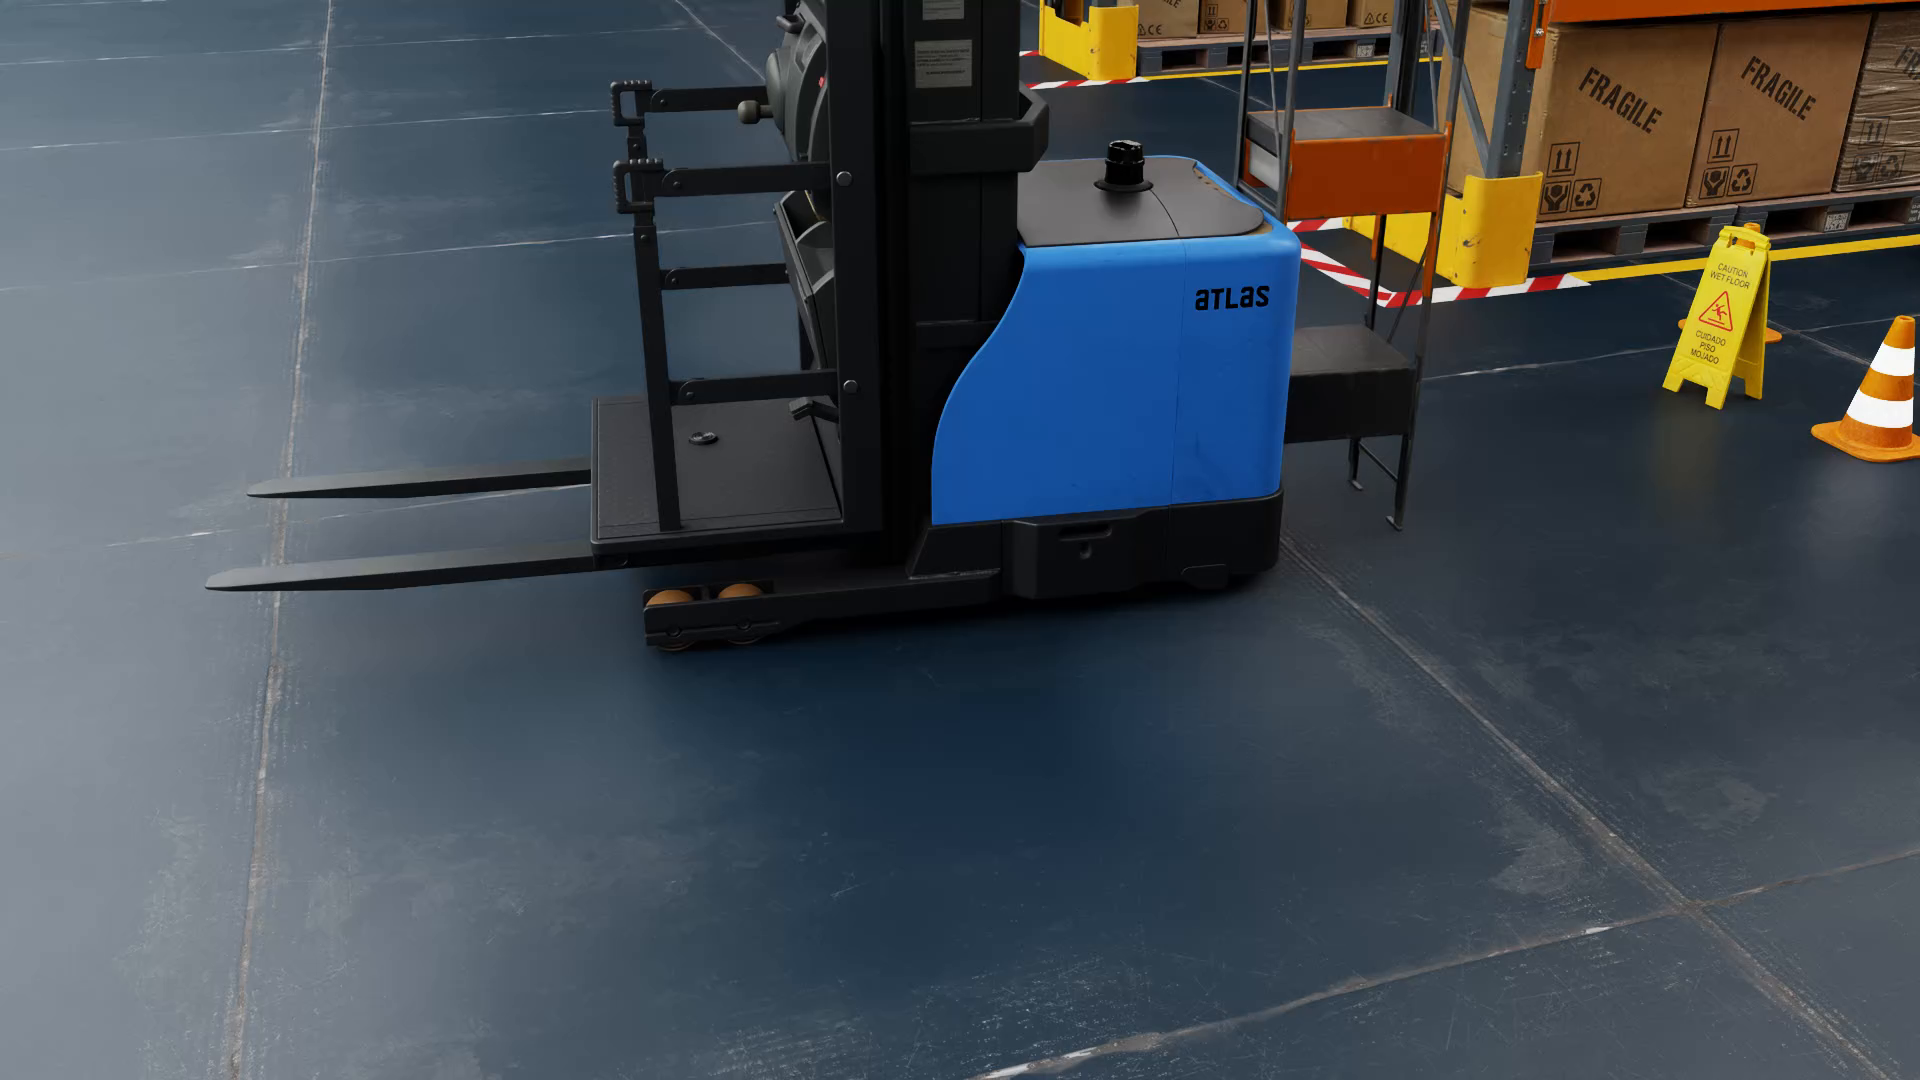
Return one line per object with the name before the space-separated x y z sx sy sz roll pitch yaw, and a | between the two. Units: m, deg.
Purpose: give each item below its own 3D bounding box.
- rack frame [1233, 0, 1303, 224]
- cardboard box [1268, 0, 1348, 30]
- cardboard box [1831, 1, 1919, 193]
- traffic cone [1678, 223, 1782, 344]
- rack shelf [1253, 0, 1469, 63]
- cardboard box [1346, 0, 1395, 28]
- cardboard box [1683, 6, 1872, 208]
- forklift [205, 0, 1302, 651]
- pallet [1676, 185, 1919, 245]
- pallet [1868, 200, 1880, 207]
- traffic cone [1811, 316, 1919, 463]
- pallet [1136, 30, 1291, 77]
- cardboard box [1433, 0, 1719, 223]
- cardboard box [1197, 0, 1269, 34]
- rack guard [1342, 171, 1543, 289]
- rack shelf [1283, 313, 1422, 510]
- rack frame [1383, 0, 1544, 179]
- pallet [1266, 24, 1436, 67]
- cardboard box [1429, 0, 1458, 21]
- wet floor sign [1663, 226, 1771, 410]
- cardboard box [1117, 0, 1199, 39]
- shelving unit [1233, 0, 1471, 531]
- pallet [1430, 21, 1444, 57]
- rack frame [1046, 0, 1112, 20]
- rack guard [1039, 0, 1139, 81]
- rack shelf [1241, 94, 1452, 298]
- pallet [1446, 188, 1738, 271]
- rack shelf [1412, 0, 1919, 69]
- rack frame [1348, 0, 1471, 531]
rack frame | 0.885 -1.014 4.932 0.015 2.100 0.400 -5 27 -10
cardboard box | 2.618 -4.181 12.638 0.500 0.500 0.500 -6 27 -11
cardboard box | 4.628 -2.352 8.532 0.875 0.875 0.875 -8 28 -16
traffic cone | 3.245 -1.084 6.913 0.334 0.463 0.336 -8 28 -16
rack shelf | 1.125 -1.650 4.669 0.480 0.518 0.431 -5 27 -10
cardboard box | 3.163 -4.239 12.754 0.500 0.500 0.500 -11 28 -21
cardboard box | 3.761 -2.227 8.281 0.875 0.875 0.875 -9 28 -17
forklift | -0.619 -1.259 4.490 3.031 2.935 1.130 -5 27 -10
pallet | 4.194 -1.808 8.655 1.213 0.211 1.003 -8 28 -16
pallet | 5.357 -1.978 8.997 1.213 0.211 1.003 -8 28 -16
traffic cone | 3.272 -0.560 5.857 0.334 0.463 0.336 -8 28 -16
pallet | 1.716 -3.717 12.500 1.213 0.211 1.003 -8 28 -16
cardboard box | 2.925 -2.105 8.035 0.875 0.875 0.875 -8 28 -16
cardboard box | 2.017 -4.103 12.480 0.500 0.500 0.500 -1 26 -3
rack guard | 2.278 -1.625 7.961 0.348 0.500 1.175 -8 28 -16
rack shelf | 1.125 -0.396 5.291 0.480 0.518 0.431 -5 27 -10
rack frame | 2.300 -2.748 7.411 0.127 3.000 1.000 -8 28 -16
pallet | 2.874 -3.884 12.835 1.213 0.211 1.003 -8 28 -16
cardboard box | 3.729 -4.358 12.993 0.500 0.500 0.500 0 26 0
wet floor sign | 2.886 -0.852 6.241 0.232 0.644 0.267 -13 29 -25
cardboard box | 1.459 -4.006 12.285 0.500 0.500 0.500 -3 27 -7
shelving unit | 1.125 -1.035 4.974 0.503 2.100 0.431 -5 27 -10
pallet | 4.036 -4.053 13.177 1.213 0.211 1.003 -8 28 -16
rack frame | 0.861 -4.859 11.664 0.127 3.000 1.000 -8 28 -16
rack guard | 0.933 -3.750 12.241 0.348 0.500 1.175 -8 28 -16
rack shelf | 1.125 -1.023 4.980 0.480 0.518 0.431 -5 27 -10
pallet | 3.036 -1.642 8.320 1.213 0.211 1.003 -8 28 -16
rack shelf | 4.202 -2.701 8.126 4.000 0.370 1.077 -8 28 -16
rack frame | 1.364 -1.056 5.016 0.015 2.100 0.400 -5 27 -10
